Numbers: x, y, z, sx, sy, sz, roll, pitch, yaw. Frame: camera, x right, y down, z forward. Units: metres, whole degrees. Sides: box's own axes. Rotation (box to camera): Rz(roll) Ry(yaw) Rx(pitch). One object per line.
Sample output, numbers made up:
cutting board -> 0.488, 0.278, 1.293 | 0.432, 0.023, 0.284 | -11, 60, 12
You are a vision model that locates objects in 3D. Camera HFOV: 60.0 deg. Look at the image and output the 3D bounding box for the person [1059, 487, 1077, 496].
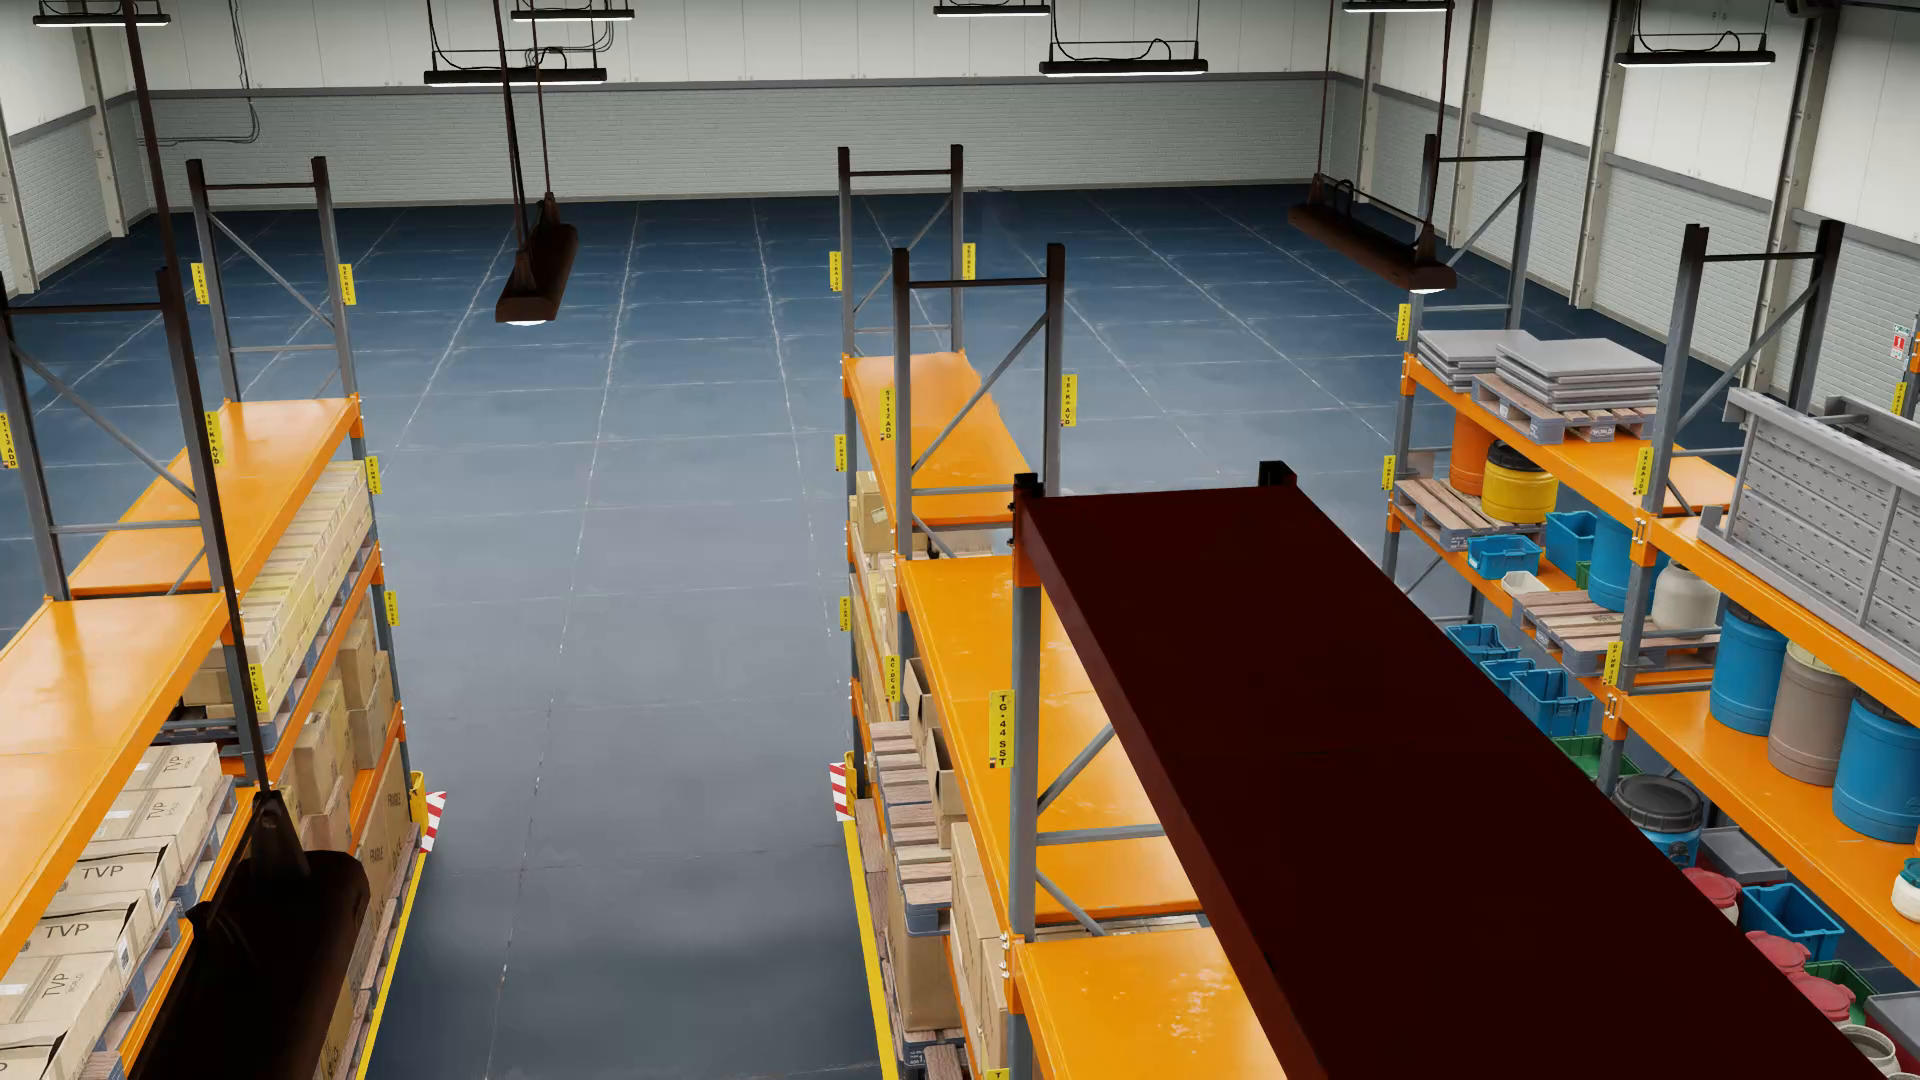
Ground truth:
person -> 1.193, 0.189, 18.958 | 0.551, 1.659, 0.624 | 7, 23, 18
